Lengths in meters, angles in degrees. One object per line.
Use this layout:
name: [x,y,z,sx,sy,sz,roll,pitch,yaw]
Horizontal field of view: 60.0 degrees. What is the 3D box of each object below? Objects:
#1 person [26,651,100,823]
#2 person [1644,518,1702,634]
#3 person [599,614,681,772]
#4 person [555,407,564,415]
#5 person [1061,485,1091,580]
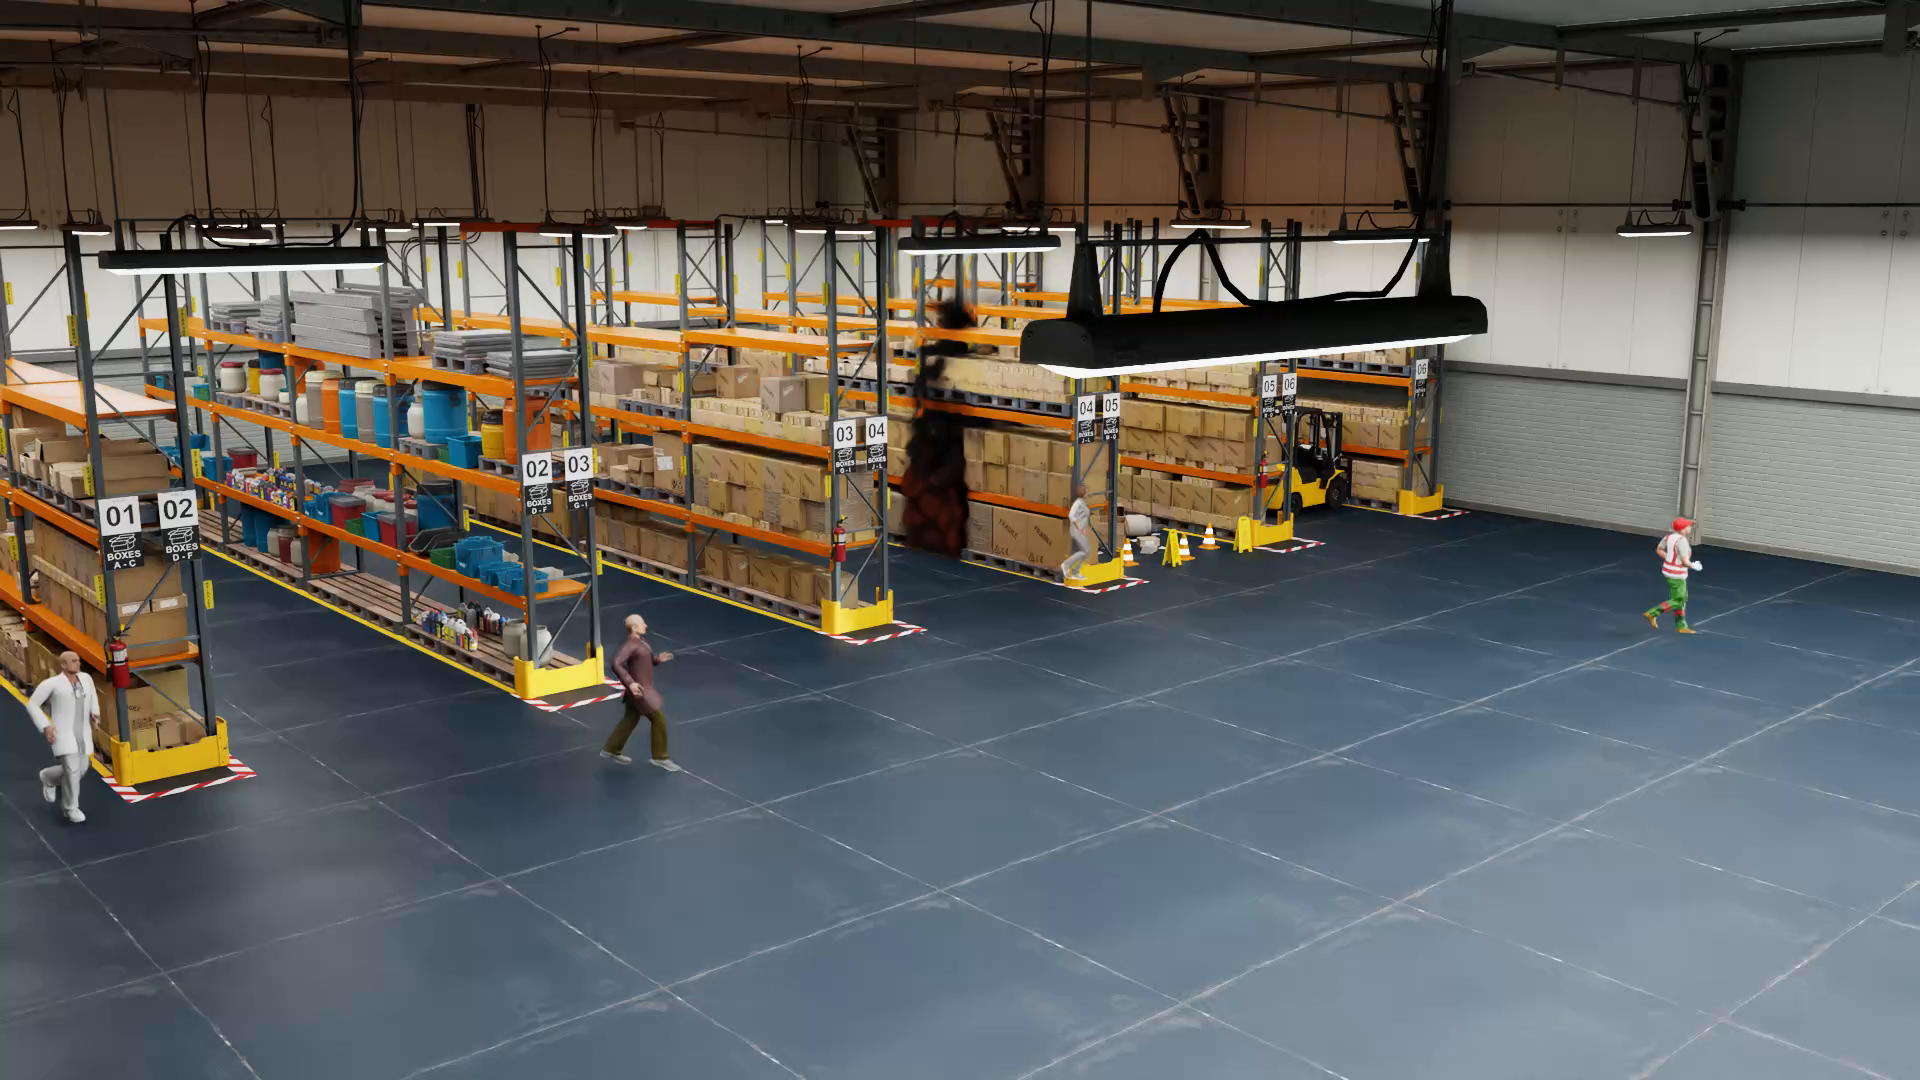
person: [-9.387,2.027,17.518,0.806,1.735,0.763,6,13,26]
person: [10.598,0.543,24.753,0.886,1.781,0.664,-1,11,-3]
person: [-3.636,1.733,18.741,0.903,1.832,0.680,-3,12,-14]
person: [-9.381,-2.291,38.884,0.712,1.759,0.714,-2,12,-8]
person: [1.906,-0.127,27.107,0.471,1.554,0.586,2,12,12]
